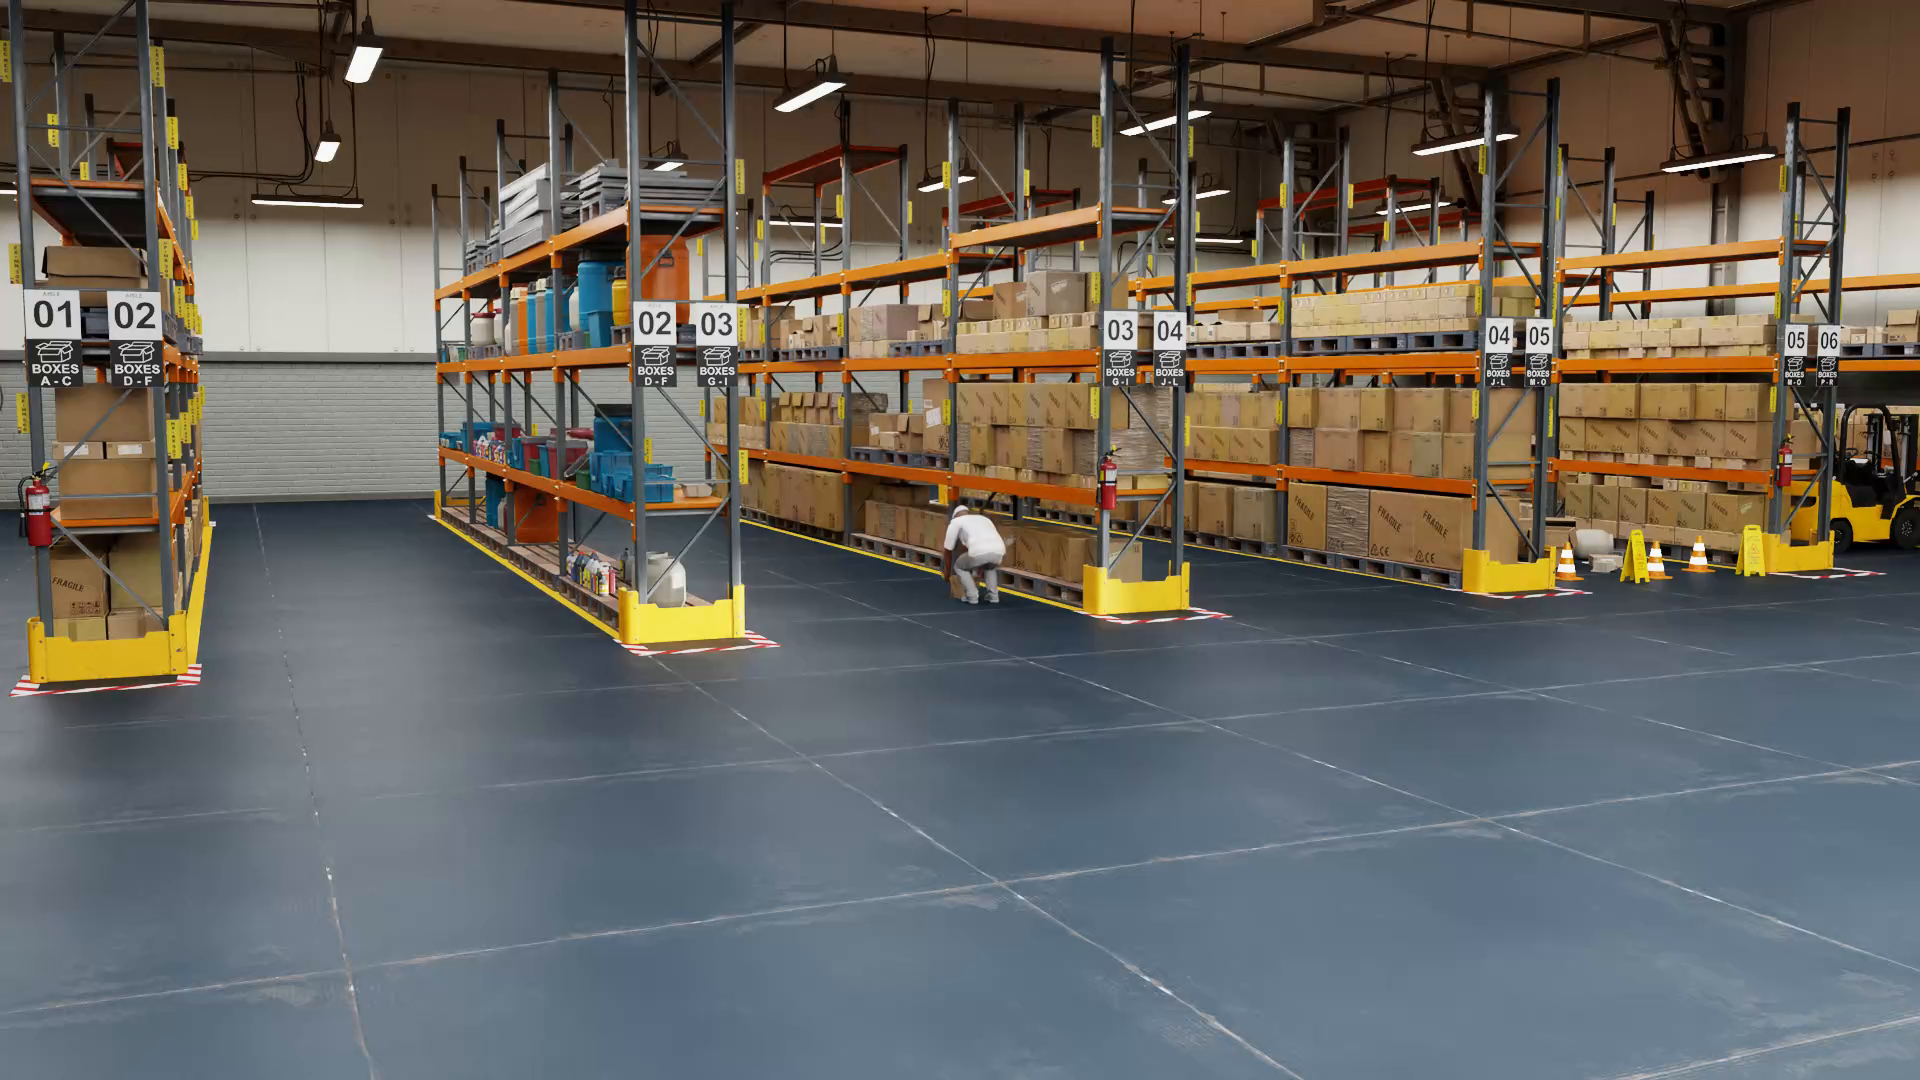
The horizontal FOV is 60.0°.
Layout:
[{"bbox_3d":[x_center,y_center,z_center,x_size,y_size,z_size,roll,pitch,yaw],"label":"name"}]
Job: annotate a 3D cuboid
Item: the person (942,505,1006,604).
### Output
[{"bbox_3d":[0.150,0.162,18.704,0.598,1.063,0.879,-2,6,-20],"label":"person"}]
